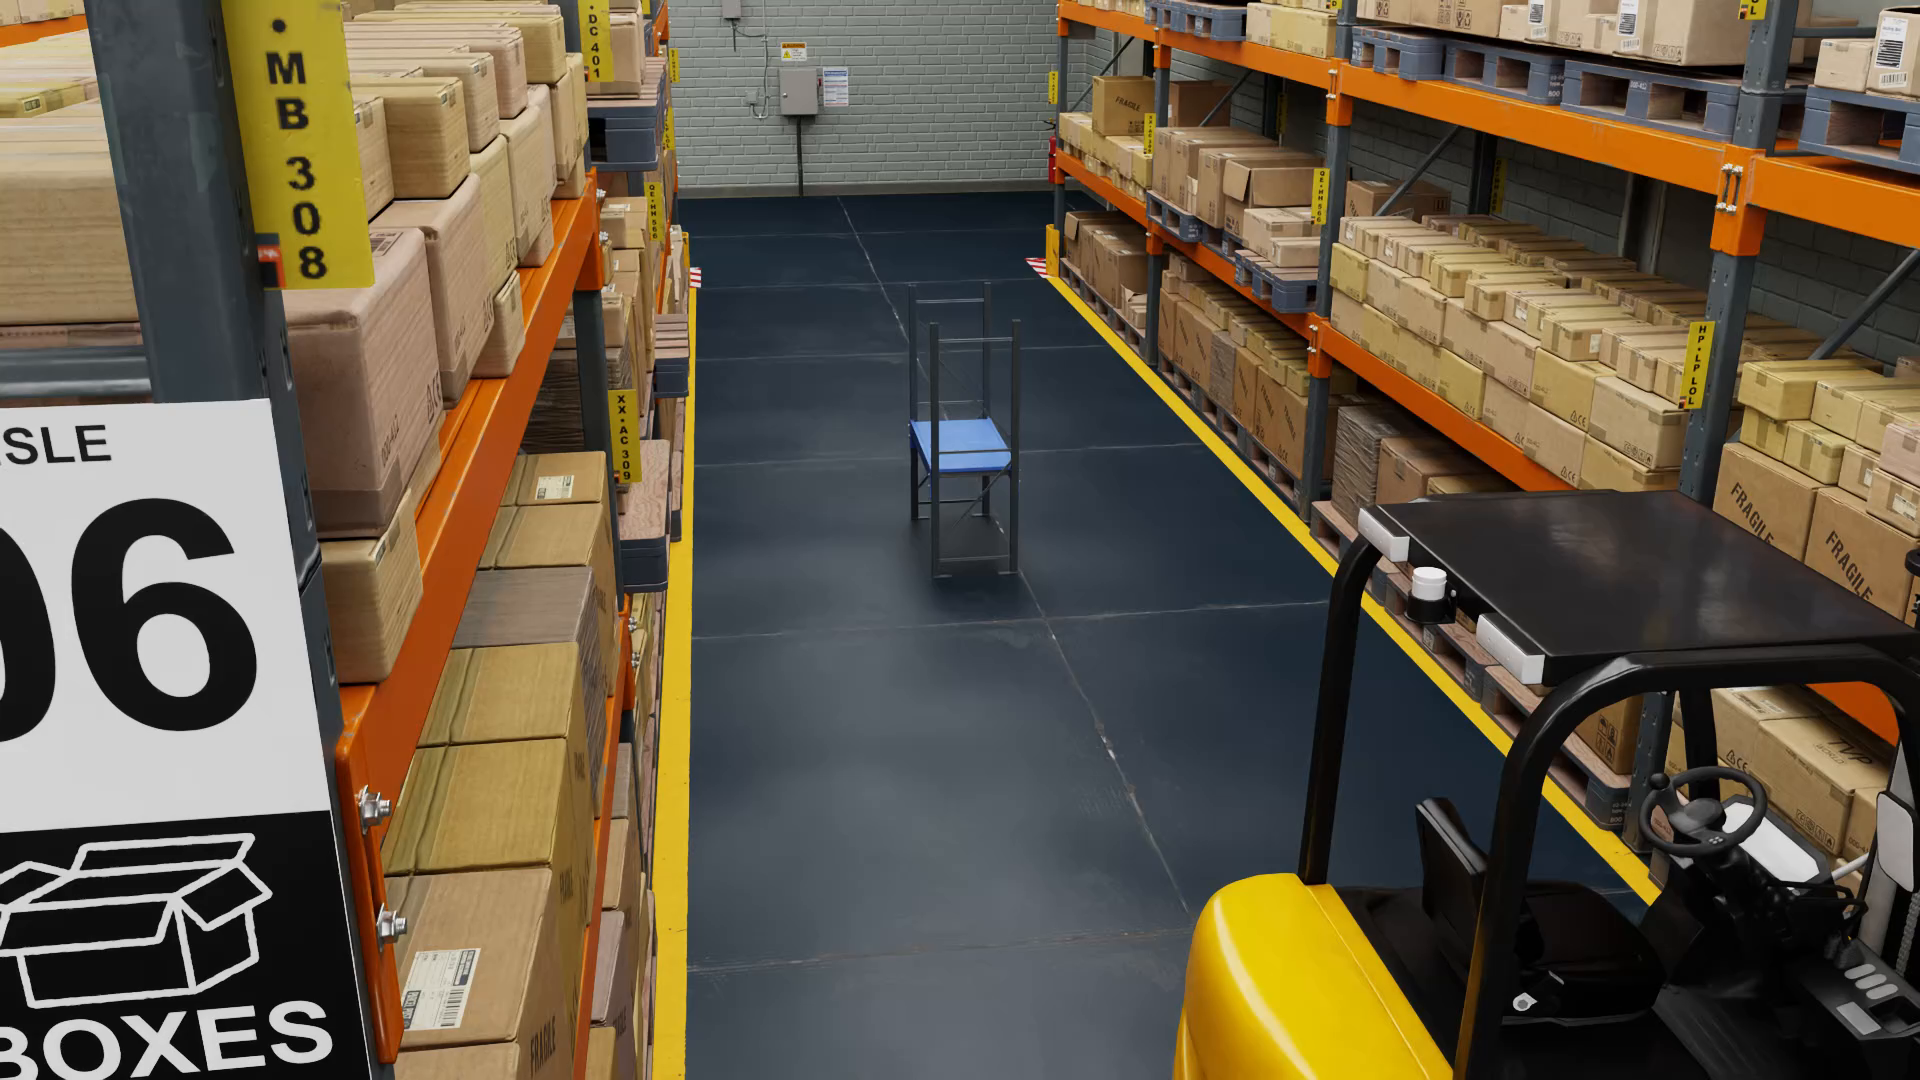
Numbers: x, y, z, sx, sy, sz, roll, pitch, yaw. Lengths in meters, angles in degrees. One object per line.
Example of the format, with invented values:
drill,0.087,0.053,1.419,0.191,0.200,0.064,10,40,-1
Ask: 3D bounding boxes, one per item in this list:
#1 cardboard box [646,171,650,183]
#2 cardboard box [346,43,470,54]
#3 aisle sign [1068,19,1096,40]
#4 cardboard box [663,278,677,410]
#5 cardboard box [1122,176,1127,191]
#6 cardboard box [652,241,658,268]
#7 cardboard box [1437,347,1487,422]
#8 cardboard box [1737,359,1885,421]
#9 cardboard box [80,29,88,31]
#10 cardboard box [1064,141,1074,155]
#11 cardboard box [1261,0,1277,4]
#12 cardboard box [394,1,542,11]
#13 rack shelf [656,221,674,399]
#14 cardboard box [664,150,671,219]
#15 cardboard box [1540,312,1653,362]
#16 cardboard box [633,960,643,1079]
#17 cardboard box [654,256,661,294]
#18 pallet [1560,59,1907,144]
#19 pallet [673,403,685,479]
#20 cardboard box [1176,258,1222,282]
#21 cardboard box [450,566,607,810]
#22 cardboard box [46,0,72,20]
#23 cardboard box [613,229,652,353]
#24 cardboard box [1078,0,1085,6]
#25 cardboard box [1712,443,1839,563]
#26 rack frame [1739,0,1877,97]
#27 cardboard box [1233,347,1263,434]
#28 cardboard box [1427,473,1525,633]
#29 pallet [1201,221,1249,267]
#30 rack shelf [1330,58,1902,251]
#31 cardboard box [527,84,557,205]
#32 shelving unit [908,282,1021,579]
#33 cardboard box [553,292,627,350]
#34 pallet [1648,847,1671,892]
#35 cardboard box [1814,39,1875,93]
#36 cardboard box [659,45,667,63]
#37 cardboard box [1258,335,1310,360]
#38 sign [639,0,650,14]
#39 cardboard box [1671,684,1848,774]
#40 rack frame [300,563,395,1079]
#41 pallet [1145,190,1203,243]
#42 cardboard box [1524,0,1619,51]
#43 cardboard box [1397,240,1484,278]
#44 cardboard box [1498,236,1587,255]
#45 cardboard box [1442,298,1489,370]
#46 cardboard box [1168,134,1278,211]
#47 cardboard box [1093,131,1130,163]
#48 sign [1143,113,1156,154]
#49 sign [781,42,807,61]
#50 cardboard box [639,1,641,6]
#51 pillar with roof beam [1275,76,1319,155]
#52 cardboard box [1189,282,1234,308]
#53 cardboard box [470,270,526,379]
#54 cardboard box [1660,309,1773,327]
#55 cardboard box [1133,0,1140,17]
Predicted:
cardboard box,-2.159,-2.168,10.161,0.500,0.500,0.500,-3,21,-8
cardboard box,-1.133,-0.851,3.141,0.380,0.149,0.250,-2,21,-7
aisle sign,1.209,-5.546,17.064,0.394,0.787,0.004,-3,21,-8
cardboard box,-2.519,-1.362,12.011,0.875,0.875,0.875,-2,21,-6
cardboard box,1.659,-3.185,14.815,0.380,0.149,0.250,-2,21,-6
cardboard box,-2.151,-1.829,10.326,0.500,0.250,0.500,-2,21,-6
cardboard box,2.706,-0.782,8.236,0.500,0.250,0.500,-2,21,-6
cardboard box,2.991,-0.530,5.852,0.380,0.149,0.250,-2,21,-7
cardboard box,-1.757,-1.093,3.787,0.380,0.149,0.250,-4,21,-10
cardboard box,1.285,-4.074,17.197,0.380,0.149,0.250,-3,21,-8
cardboard box,2.214,-3.629,11.003,0.380,0.149,0.250,-2,21,-6
cardboard box,-1.410,-1.476,4.812,0.380,0.149,0.250,-2,21,-7
rack shelf,-2.537,-1.654,11.385,1.077,0.370,4.000,-3,21,-8
cardboard box,-2.634,-2.906,13.566,0.500,0.500,0.500,-2,21,-6
cardboard box,2.763,-0.883,7.223,0.380,0.149,0.250,-4,21,-9
cardboard box,-1.234,1.553,5.101,0.500,0.250,0.500,-3,21,-9
cardboard box,-2.232,-1.769,10.880,0.500,0.250,0.500,-2,21,-6
pallet,3.099,-1.785,6.695,0.805,0.209,1.217,-4,21,-10
pallet,-2.460,-0.690,11.763,1.003,0.211,1.213,-3,21,-8
cardboard box,1.959,-2.179,13.382,0.380,0.149,0.250,-4,21,-10
cardboard box,-1.202,0.399,4.293,0.500,0.500,0.500,-2,21,-6
cardboard box,-7.723,-4.443,13.751,0.500,0.250,0.500,-2,21,-5
cardboard box,-1.749,-1.185,7.933,0.500,0.500,0.500,-4,21,-11
cardboard box,1.343,-5.215,15.963,0.380,0.149,0.250,-2,21,-7
cardboard box,3.045,-0.045,5.907,0.500,0.500,0.500,-3,21,-9
rack frame,3.239,-2.975,5.321,1.000,3.000,0.127,-3,21,-8
cardboard box,2.249,-1.066,11.756,0.500,0.500,0.500,-2,21,-5
cardboard box,2.938,0.041,8.612,0.875,0.625,0.625,-4,21,-10
pallet,2.378,-2.133,11.915,1.003,0.211,1.213,-3,21,-8
rack shelf,2.951,-1.926,7.826,1.077,0.370,4.000,-3,21,-8
cardboard box,-1.209,-0.896,3.831,0.500,0.250,0.500,-3,21,-9
shelving unit,0.012,-0.673,9.875,0.538,1.500,1.048,-3,21,-8
cardboard box,-1.390,-0.781,5.924,0.380,0.149,0.250,-3,21,-8
pallet,3.312,1.419,6.116,1.003,0.211,1.213,-3,21,-8
cardboard box,3.003,-1.525,5.342,0.380,0.149,0.250,-2,21,-7
cardboard box,-2.971,-4.601,15.750,0.380,0.149,0.250,-3,21,-8
cardboard box,2.283,-1.318,11.503,0.380,0.149,0.250,-2,21,-6
sign,-1.712,-2.972,8.861,0.100,0.325,0.005,-3,21,-8
cardboard box,2.998,0.641,6.113,0.500,0.250,0.500,-3,21,-9
rack frame,-1.096,1.472,1.989,1.000,3.000,0.127,-3,21,-8
pallet,2.093,-2.563,13.065,1.003,0.211,1.213,-3,21,-8
cardboard box,2.783,-2.276,7.120,0.500,0.311,0.500,-4,21,-10
cardboard box,2.569,-1.506,8.890,0.380,0.149,0.250,-3,21,-7
cardboard box,3.139,-1.539,8.980,0.380,0.149,0.250,-3,21,-9
cardboard box,2.712,-1.017,8.151,0.500,0.250,0.500,-3,21,-7
cardboard box,2.009,-2.820,12.737,0.700,0.500,0.500,-3,21,-7
cardboard box,1.552,-3.692,15.604,0.500,0.250,0.500,-3,21,-9
sign,1.550,-3.310,13.555,0.100,0.325,0.005,-3,21,-8
sign,-2.223,-6.531,22.234,0.339,0.242,0.001,-3,21,-8
cardboard box,-1.528,-2.016,6.655,0.500,0.250,0.500,-3,21,-8
pillar with roof beam,-1.383,-5.815,12.923,9.100,9.000,0.400,-3,21,-8
cardboard box,2.039,-1.947,13.186,0.380,0.149,0.250,-4,21,-11
cardboard box,-1.012,-0.394,3.057,0.380,0.149,0.250,-3,21,-7
cardboard box,3.321,-0.918,7.316,0.380,0.149,0.250,-3,21,-8
cardboard box,1.679,-4.510,14.077,0.380,0.149,0.250,-2,21,-6
